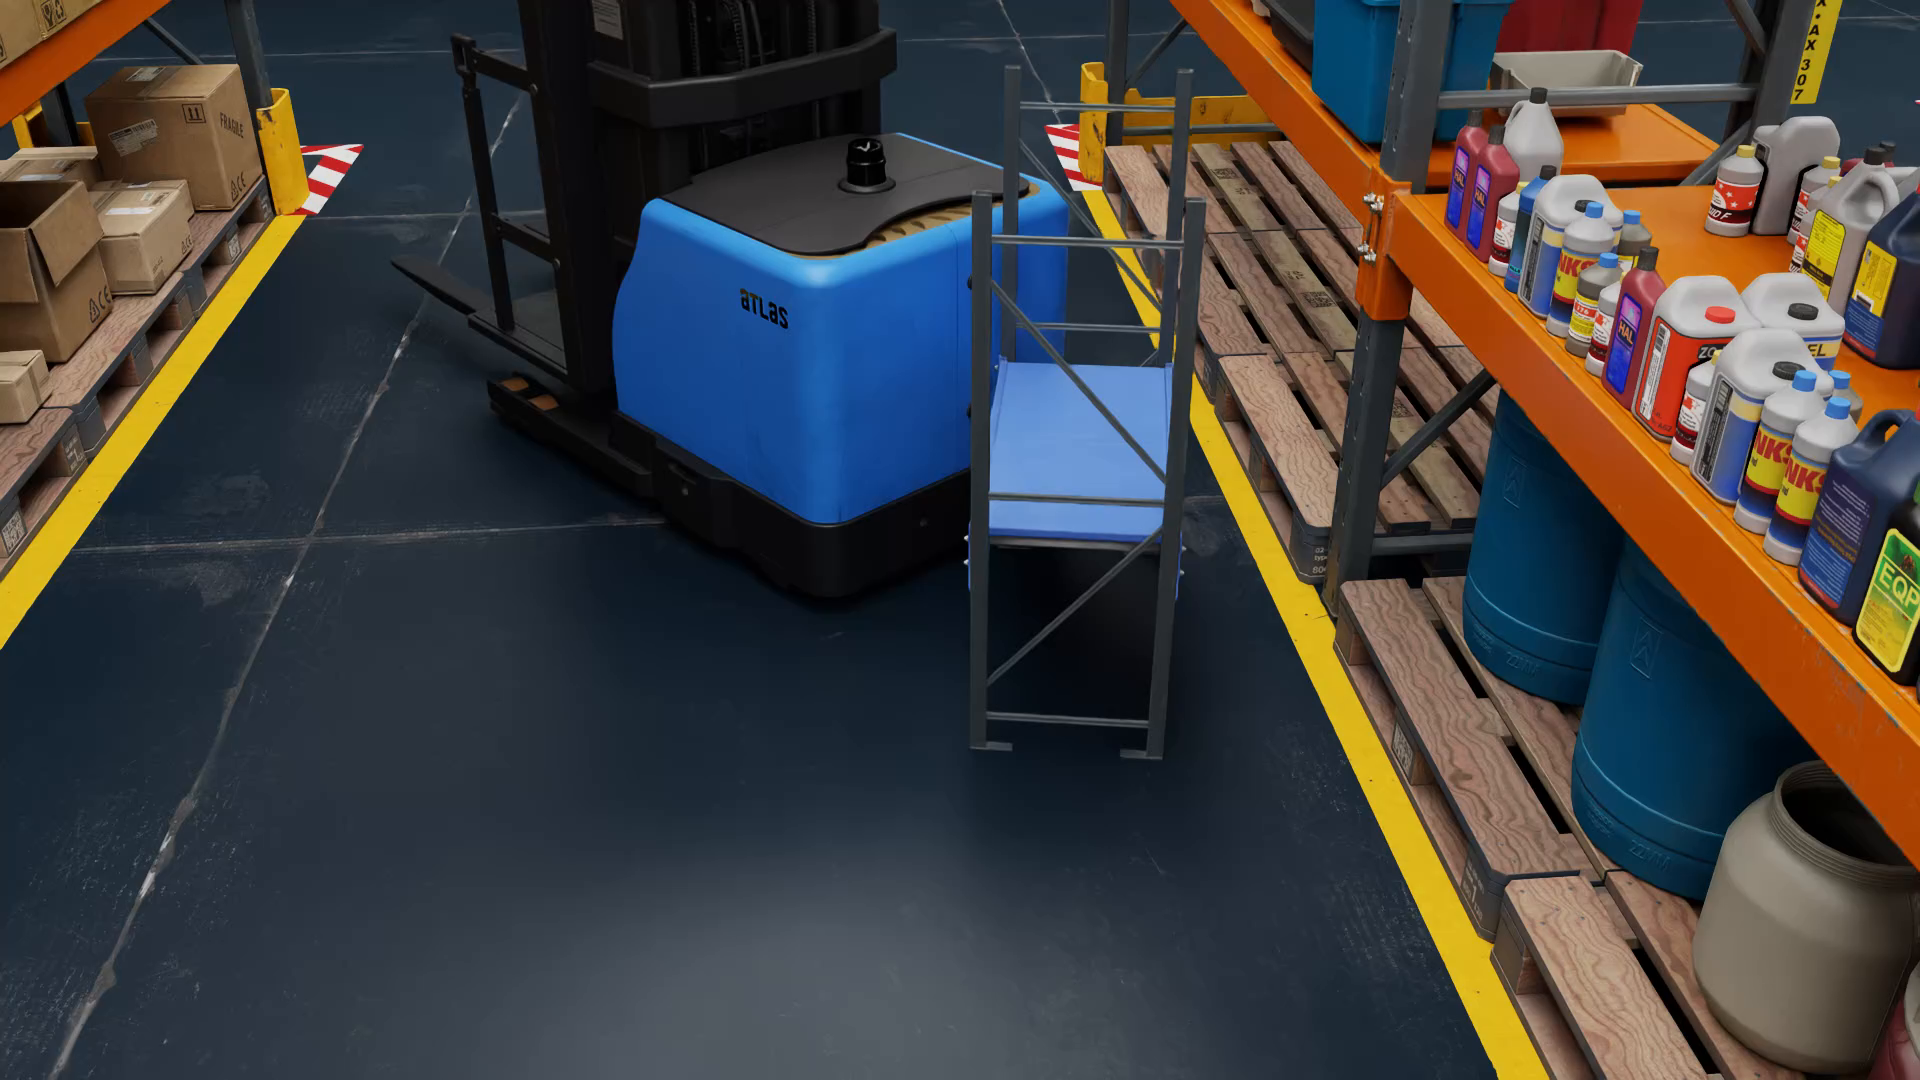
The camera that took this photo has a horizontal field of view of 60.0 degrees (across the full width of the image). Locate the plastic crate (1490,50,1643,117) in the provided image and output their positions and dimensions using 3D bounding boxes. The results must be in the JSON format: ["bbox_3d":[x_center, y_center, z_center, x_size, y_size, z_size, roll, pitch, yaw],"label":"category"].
[{"bbox_3d":[1.679,-1.264,4.639,0.396,0.136,0.243,-3,31,-5],"label":"plastic crate"}]

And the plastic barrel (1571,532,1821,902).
[{"bbox_3d":[1.680,0.254,3.536,0.600,0.901,0.708,-3,31,-5],"label":"plastic barrel"}]

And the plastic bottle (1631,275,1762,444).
[{"bbox_3d":[1.331,-0.326,2.992,0.152,0.276,0.135,-3,31,-5],"label":"plastic bottle"}]

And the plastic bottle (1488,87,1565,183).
[{"bbox_3d":[1.294,-0.870,3.829,0.144,0.351,0.185,-3,31,-5],"label":"plastic bottle"}]

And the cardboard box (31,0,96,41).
[{"bbox_3d":[-3.273,-1.964,5.515,0.500,0.500,0.500,-3,31,-5],"label":"cardboard box"}]

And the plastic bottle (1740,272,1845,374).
[{"bbox_3d":[1.482,-0.333,3.004,0.152,0.276,0.135,-3,31,-5],"label":"plastic bottle"}]

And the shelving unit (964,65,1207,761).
[{"bbox_3d":[0.323,-0.352,4.376,0.538,1.500,1.048,3,31,5],"label":"shelving unit"}]

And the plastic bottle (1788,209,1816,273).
[{"bbox_3d":[1.850,-0.634,3.579,0.097,0.201,0.097,0,31,0],"label":"plastic bottle"}]

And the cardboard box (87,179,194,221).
[{"bbox_3d":[-3.481,-1.409,7.018,0.380,0.166,0.250,-3,31,-5],"label":"cardboard box"}]

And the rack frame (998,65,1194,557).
[{"bbox_3d":[0.370,-0.611,4.811,0.500,1.500,0.032,3,31,5],"label":"rack frame"}]

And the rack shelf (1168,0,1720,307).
[{"bbox_3d":[1.393,-1.819,6.072,1.077,0.370,4.000,-3,31,-5],"label":"rack shelf"}]

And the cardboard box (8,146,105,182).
[{"bbox_3d":[-4.029,-1.648,7.435,0.380,0.149,0.250,-3,31,-5],"label":"cardboard box"}]

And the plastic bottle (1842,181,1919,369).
[{"bbox_3d":[1.866,-0.531,3.261,0.144,0.351,0.185,-3,31,-5],"label":"plastic bottle"}]

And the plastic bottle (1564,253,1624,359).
[{"bbox_3d":[1.271,-0.470,3.305,0.097,0.201,0.097,0,31,0],"label":"plastic bottle"}]

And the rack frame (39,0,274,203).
[{"bbox_3d":[-3.726,-2.913,7.203,1.000,3.000,0.127,-3,31,-5],"label":"rack frame"}]

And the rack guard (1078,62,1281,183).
[{"bbox_3d":[1.191,-2.087,8.257,1.175,0.500,0.348,-3,31,-5],"label":"rack guard"}]

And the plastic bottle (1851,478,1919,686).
[{"bbox_3d":[1.355,0.054,2.349,0.061,0.283,0.133,-3,31,-5],"label":"plastic bottle"}]

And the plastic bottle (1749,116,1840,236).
[{"bbox_3d":[1.939,-0.868,3.898,0.152,0.276,0.135,-3,31,-5],"label":"plastic bottle"}]

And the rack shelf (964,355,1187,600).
[{"bbox_3d":[0.323,-0.197,4.468,0.538,0.185,1.000,3,31,5],"label":"rack shelf"}]

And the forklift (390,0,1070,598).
[{"bbox_3d":[-1.031,-1.757,5.333,1.130,2.935,3.031,-26,39,-36],"label":"forklift"}]

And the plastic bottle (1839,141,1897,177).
[{"bbox_3d":[2.006,-0.755,3.702,0.061,0.283,0.133,-3,31,-5],"label":"plastic bottle"}]

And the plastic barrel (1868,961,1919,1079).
[{"bbox_3d":[1.786,0.965,2.651,0.600,0.588,0.708,-3,31,-5],"label":"plastic barrel"}]

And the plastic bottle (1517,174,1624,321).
[{"bbox_3d":[1.278,-0.612,3.470,0.152,0.276,0.135,-3,31,-5],"label":"plastic bottle"}]

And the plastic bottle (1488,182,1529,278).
[{"bbox_3d":[1.231,-0.688,3.670,0.097,0.201,0.097,0,31,0],"label":"plastic bottle"}]

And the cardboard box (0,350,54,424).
[{"bbox_3d":[-3.267,-0.510,5.512,0.380,0.166,0.250,-3,31,-5],"label":"cardboard box"}]

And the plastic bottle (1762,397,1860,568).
[{"bbox_3d":[1.345,-0.095,2.610,0.097,0.271,0.097,0,31,0],"label":"plastic bottle"}]

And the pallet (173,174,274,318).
[{"bbox_3d":[-3.643,-1.270,7.171,1.003,0.211,1.213,-3,31,-5],"label":"pallet"}]

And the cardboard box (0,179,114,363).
[{"bbox_3d":[-3.533,-0.947,5.916,0.797,0.503,0.637,-3,31,-5],"label":"cardboard box"}]

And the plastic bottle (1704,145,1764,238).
[{"bbox_3d":[1.816,-0.820,3.892,0.097,0.201,0.097,0,31,0],"label":"plastic bottle"}]

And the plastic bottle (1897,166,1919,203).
[{"bbox_3d":[1.992,-0.632,3.431,0.144,0.351,0.185,-3,31,-5],"label":"plastic bottle"}]

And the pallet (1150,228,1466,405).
[{"bbox_3d":[1.356,-0.907,6.563,1.003,0.211,1.213,-3,31,-5],"label":"pallet"}]

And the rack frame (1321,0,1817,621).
[{"bbox_3d":[1.580,-1.107,4.178,1.000,3.000,0.127,-3,31,-5],"label":"rack frame"}]

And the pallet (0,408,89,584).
[{"bbox_3d":[-3.415,-0.025,5.086,1.003,0.211,1.213,-3,31,-5],"label":"pallet"}]

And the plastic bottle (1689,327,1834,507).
[{"bbox_3d":[1.352,-0.208,2.794,0.152,0.276,0.135,-3,31,-5],"label":"plastic bottle"}]

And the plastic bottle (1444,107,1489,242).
[{"bbox_3d":[1.190,-0.849,3.860,0.061,0.283,0.133,-3,31,-5],"label":"plastic bottle"}]

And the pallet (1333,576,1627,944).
[{"bbox_3d":[1.611,0.486,4.230,1.003,0.211,1.213,-3,31,-5],"label":"pallet"}]

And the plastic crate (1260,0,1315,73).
[{"bbox_3d":[1.208,-1.573,5.168,0.437,0.125,0.590,-3,31,-5],"label":"plastic crate"}]
